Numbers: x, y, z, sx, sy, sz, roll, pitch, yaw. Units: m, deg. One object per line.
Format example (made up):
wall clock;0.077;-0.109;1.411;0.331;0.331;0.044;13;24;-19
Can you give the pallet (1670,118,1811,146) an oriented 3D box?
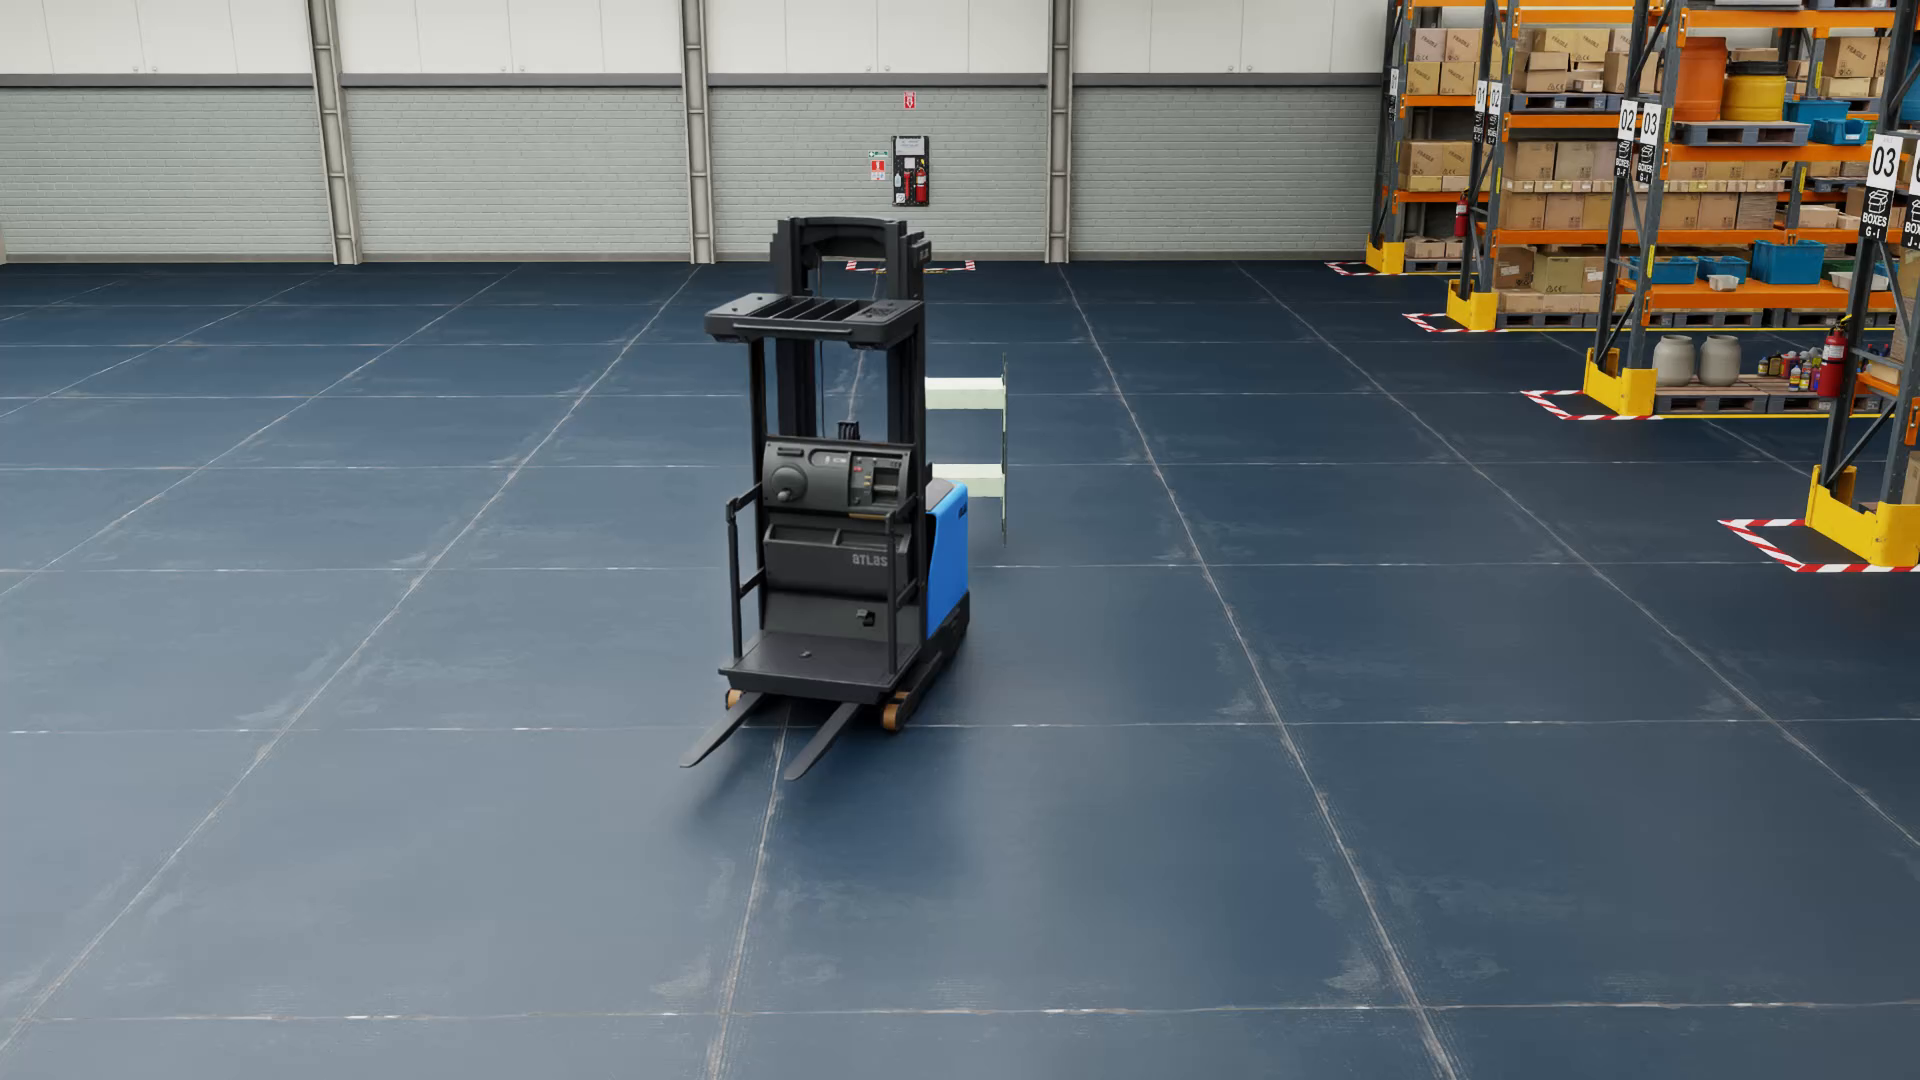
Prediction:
pallet;7.945;-4.223;17.199;1.213;0.211;1.003;0;18;-1

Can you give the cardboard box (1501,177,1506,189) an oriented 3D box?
cardboard box;7.421;-4.840;22.498;0.250;0.149;0.380;-1;18;-2

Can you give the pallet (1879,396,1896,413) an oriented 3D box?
pallet;10.444;-1.611;18.225;1.213;0.211;1.003;0;18;-1

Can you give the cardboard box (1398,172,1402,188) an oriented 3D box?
cardboard box;7.424;-5.936;27.353;0.500;0.250;0.500;0;18;0

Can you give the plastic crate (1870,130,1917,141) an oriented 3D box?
plastic crate;9.517;-4.101;16.942;0.396;0.136;0.243;0;18;-1

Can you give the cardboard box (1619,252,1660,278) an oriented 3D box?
cardboard box;9.081;-3.612;22.483;0.500;0.500;0.500;0;18;-1

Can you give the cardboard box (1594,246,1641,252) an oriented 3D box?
cardboard box;9.073;-3.776;22.993;0.500;0.500;0.500;0;18;-1

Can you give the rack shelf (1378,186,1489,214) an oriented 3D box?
rack shelf;8.960;-5.603;27.282;4.000;0.370;1.077;0;18;-1

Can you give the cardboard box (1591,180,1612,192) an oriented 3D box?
cardboard box;8.470;-4.721;22.129;0.250;0.149;0.380;-1;18;-3

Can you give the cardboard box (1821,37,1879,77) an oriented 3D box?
cardboard box;11.659;-6.347;21.843;0.500;0.500;0.500;0;18;0

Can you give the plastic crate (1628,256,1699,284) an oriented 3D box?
plastic crate;7.612;-2.933;18.024;0.616;0.251;0.499;0;18;-1

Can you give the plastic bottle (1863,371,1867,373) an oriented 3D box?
plastic bottle;9.681;-1.705;17.811;0.097;0.201;0.097;0;18;0

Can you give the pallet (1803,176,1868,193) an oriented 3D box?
pallet;14.248;-5.847;27.179;1.003;0.211;1.213;0;18;-1

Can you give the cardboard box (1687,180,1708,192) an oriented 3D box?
cardboard box;9.755;-4.728;22.150;0.250;0.149;0.380;0;18;-1

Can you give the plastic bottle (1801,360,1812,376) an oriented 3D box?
plastic bottle;9.358;-1.886;18.376;0.097;0.201;0.097;0;18;0

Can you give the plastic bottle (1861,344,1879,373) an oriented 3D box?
plastic bottle;10.113;-2.000;18.487;0.185;0.351;0.144;-1;18;-3

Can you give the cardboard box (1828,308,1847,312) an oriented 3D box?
cardboard box;11.960;-3.261;22.618;0.500;0.250;0.500;0;18;1

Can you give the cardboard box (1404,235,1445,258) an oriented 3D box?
cardboard box;7.653;-4.841;27.410;0.500;0.311;0.500;-2;18;-7

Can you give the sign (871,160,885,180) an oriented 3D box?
sign;-1.379;-6.220;27.969;0.234;0.329;0.001;0;18;-1

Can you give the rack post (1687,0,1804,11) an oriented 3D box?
rack post;7.874;-5.494;16.760;0.954;0.300;0.937;2;18;5

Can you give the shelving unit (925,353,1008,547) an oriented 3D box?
shelving unit;-0.007;-0.714;13.318;0.755;1.500;0.431;0;18;-1

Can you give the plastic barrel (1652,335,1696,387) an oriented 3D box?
plastic barrel;7.773;-1.952;18.108;0.421;0.512;0.421;0;18;0

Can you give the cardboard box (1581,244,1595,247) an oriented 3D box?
cardboard box;10.425;-4.804;27.531;0.250;0.166;0.380;-3;18;-8

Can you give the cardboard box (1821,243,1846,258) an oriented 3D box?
cardboard box;14.240;-4.975;27.516;0.500;0.500;0.700;0;18;0

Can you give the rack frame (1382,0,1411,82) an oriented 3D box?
rack frame;6.960;-8.793;26.225;0.127;3.000;1.000;0;18;-1

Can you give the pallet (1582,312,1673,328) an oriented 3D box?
pallet;9.023;-3.117;22.918;1.213;0.211;1.003;0;18;-1

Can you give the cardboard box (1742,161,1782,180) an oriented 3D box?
cardboard box;10.598;-5.104;22.259;0.500;0.500;0.700;0;18;-1

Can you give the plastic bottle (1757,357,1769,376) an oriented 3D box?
plastic bottle;8.946;-1.930;18.515;0.097;0.201;0.097;0;18;0

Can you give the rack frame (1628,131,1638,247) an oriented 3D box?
rack frame;10.959;-5.955;27.202;0.127;3.000;1.000;0;18;-1

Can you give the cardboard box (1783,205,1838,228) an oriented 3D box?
cardboard box;11.533;-4.387;22.557;0.500;0.250;0.500;1;18;3

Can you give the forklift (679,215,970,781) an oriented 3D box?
forklift;-0.809;-0.380;9.934;1.130;2.935;3.031;5;18;14

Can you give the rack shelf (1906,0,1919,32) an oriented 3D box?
rack shelf;9.194;-3.920;12.218;4.000;0.370;1.077;0;18;-1

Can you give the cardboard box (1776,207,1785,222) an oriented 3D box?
cardboard box;13.669;-5.348;27.453;0.500;0.250;0.500;0;18;0

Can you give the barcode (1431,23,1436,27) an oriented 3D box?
barcode;7.662;-8.330;26.911;0.075;0.075;0.001;0;18;-1

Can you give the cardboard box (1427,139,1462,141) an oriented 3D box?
cardboard box;7.931;-6.298;27.255;0.500;0.500;0.500;0;18;0

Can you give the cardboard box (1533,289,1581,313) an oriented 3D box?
cardboard box;8.081;-3.252;22.589;0.500;0.250;0.500;0;18;-1

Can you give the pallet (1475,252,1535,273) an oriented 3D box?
pallet;9.066;-4.607;27.563;1.213;0.211;1.003;0;18;-1

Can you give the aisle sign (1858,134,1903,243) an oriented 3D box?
aisle sign;7.128;-2.727;12.881;0.004;0.787;0.394;0;18;-1

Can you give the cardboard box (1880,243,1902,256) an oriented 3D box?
cardboard box;15.696;-5.115;27.412;0.750;0.750;0.750;-1;18;-2

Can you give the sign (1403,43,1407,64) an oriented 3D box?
sign;6.969;-7.615;26.033;0.005;0.325;0.100;0;18;-1

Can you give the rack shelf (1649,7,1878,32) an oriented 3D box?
rack shelf;12.959;-8.289;26.487;4.000;0.370;1.077;0;18;-1

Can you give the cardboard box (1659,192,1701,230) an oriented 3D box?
cardboard box;9.569;-4.480;22.440;0.500;0.500;0.700;0;18;0

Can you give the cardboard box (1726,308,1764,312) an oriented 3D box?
cardboard box;10.581;-3.264;22.626;0.500;0.250;0.500;0;18;-1

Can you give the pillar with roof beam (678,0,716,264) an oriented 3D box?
pillar with roof beam;-4.284;-7.688;22.780;0.400;9.000;9.100;0;18;-1

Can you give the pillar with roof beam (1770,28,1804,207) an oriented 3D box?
pillar with roof beam;13.713;-7.774;23.051;0.400;9.000;9.100;0;18;-1

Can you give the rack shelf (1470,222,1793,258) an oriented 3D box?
rack shelf;9.042;-4.090;22.565;4.000;0.370;1.077;0;18;-1

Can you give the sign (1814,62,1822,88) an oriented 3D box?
sign;11.052;-5.985;21.408;0.005;0.325;0.100;0;18;-1

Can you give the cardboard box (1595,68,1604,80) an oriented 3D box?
cardboard box;8.745;-6.164;22.172;0.500;0.311;0.500;2;18;6

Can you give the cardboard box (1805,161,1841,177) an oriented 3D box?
cardboard box;13.931;-6.216;27.129;0.500;0.500;0.700;-2;18;-6

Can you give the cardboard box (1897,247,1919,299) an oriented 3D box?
cardboard box;7.741;-2.141;13.024;0.500;0.500;0.500;0;18;-1

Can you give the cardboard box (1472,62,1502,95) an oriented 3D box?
cardboard box;8.355;-7.342;26.418;0.500;0.500;0.500;1;18;2

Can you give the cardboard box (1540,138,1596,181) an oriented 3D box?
cardboard box;8.088;-5.091;22.221;0.500;0.500;0.700;-1;18;-2

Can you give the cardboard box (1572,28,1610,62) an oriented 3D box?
cardboard box;9.912;-7.826;26.289;0.500;0.500;0.500;1;18;2
